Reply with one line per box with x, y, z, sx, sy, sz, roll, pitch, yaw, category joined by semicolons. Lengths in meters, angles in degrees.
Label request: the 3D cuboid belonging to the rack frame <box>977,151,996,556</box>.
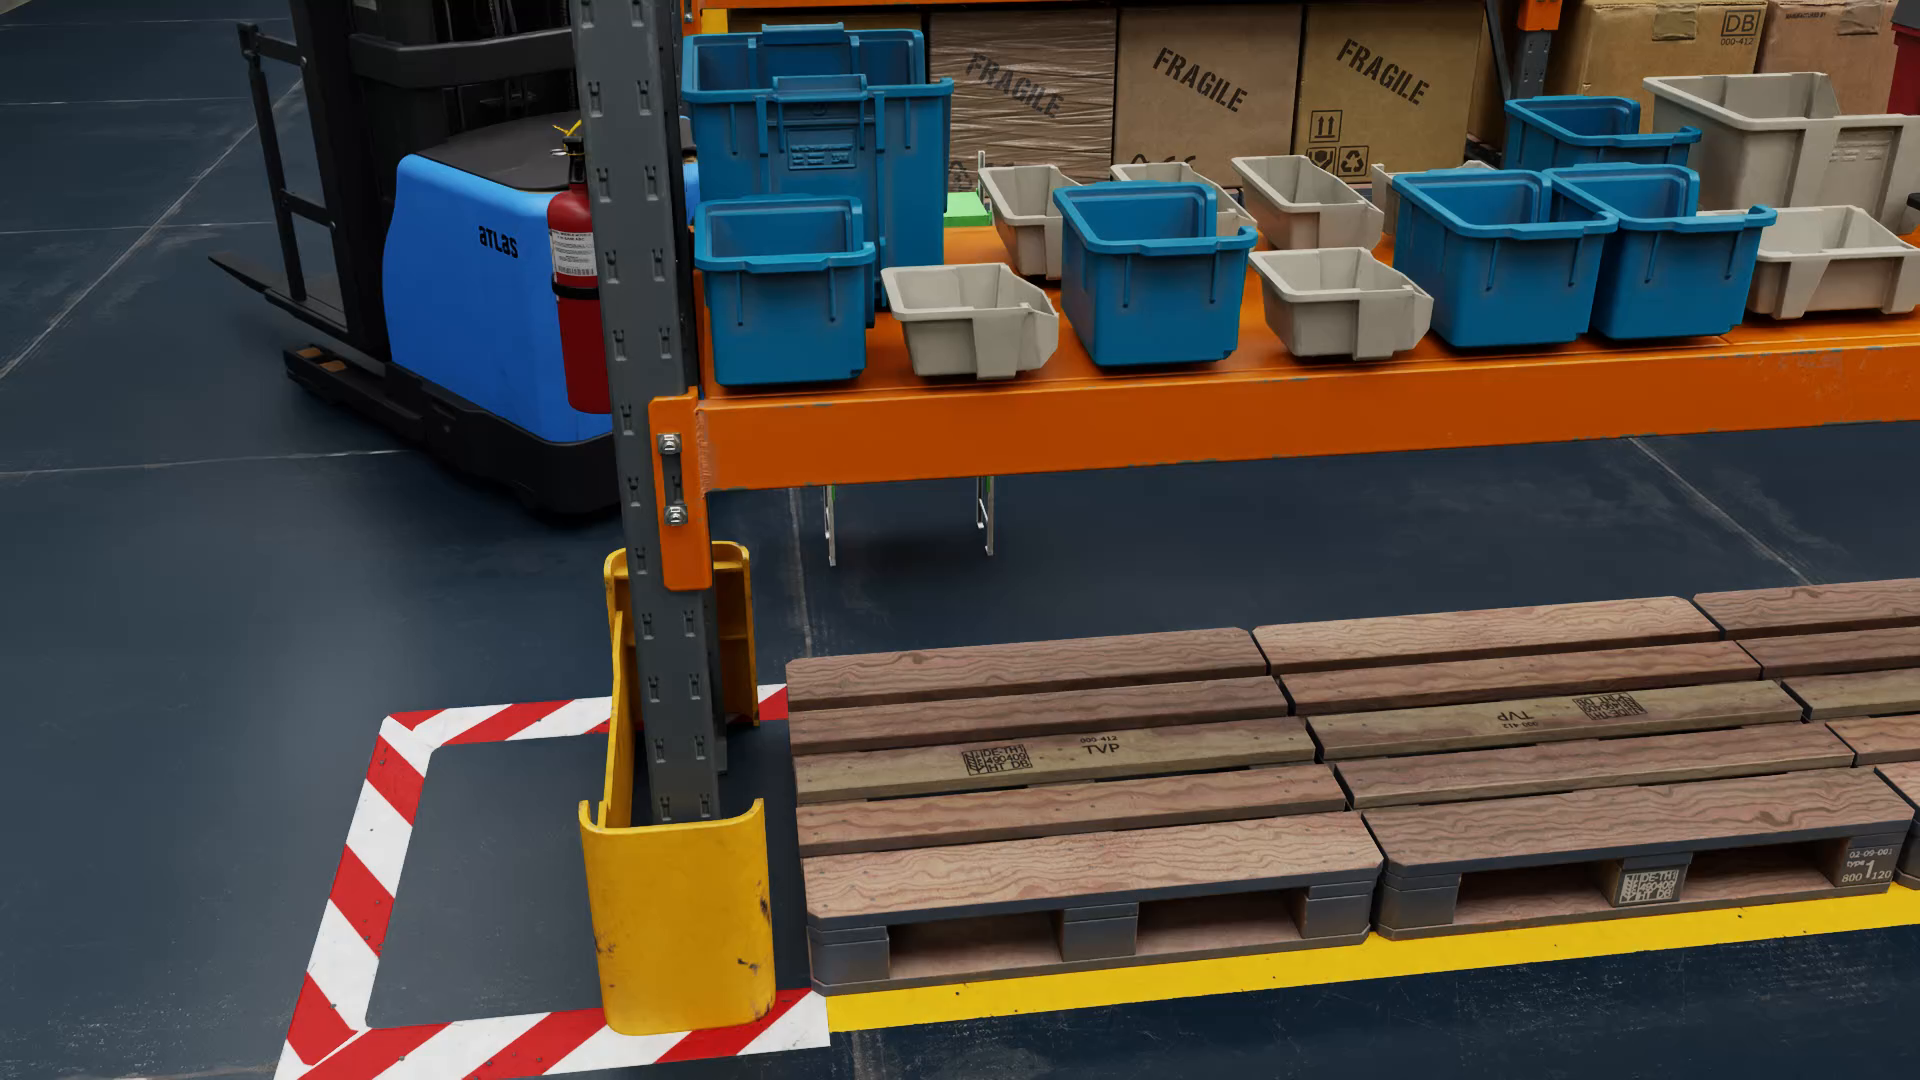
0.078;-0.539;4.986;0.015;1.200;0.240;-4;27;-7;rack frame

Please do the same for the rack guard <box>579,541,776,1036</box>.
-0.621;0.496;3.735;0.348;0.500;1.175;-4;27;-7;rack guard

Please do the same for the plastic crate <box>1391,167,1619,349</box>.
0.995;-0.526;3.107;0.300;0.233;0.416;-4;27;-7;plastic crate

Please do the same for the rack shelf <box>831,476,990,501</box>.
-0.164;-0.253;5.094;0.480;0.148;0.258;-4;27;-7;rack shelf

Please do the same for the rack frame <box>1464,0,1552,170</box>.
2.671;-3.117;8.038;0.127;3.000;1.000;-4;27;-7;rack frame

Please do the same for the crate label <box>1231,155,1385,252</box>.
0.744;-0.707;3.565;0.243;0.136;0.396;-4;27;-7;crate label

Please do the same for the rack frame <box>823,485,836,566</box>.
-0.406;-0.508;4.925;0.015;1.200;0.240;-4;27;-7;rack frame

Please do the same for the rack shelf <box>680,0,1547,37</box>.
0.691;-2.669;7.955;4.000;0.370;1.077;-4;27;-7;rack shelf

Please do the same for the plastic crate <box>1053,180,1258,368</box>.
0.343;-0.484;3.025;0.300;0.233;0.416;-4;27;-7;plastic crate

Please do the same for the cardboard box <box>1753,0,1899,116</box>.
4.187;-2.465;8.636;0.875;0.875;1.225;-5;28;-9;cardboard box

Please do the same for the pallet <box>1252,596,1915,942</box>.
1.428;0.507;4.032;1.213;0.211;1.003;-4;27;-7;pallet

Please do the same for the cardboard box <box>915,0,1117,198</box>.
0.234;-2.238;8.194;0.875;0.875;0.875;-4;27;-7;cardboard box

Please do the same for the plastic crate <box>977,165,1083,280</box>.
0.183;-0.666;3.486;0.243;0.136;0.396;-4;27;-7;plastic crate

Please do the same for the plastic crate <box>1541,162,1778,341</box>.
1.292;-0.545;3.144;0.300;0.233;0.416;-4;27;-7;plastic crate

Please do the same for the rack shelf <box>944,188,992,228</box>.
-0.164;-0.894;4.766;0.480;0.148;0.258;-4;27;-7;rack shelf

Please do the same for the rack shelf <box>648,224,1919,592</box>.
1.381;-0.430;3.591;4.000;0.370;1.077;-4;27;-7;rack shelf

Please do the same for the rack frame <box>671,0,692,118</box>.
-1.290;-2.862;7.542;0.127;3.000;1.000;-4;27;-7;rack frame

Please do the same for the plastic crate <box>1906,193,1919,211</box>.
2.291;-0.589;3.348;0.590;0.125;0.437;-4;27;-7;plastic crate

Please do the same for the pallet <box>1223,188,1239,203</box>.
0.697;-1.784;8.495;1.213;0.211;1.003;-4;27;-7;pallet

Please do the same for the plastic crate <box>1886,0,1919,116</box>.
2.442;-0.989;3.756;0.583;0.464;0.402;-4;27;-7;plastic crate

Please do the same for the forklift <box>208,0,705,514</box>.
-1.932;-1.958;5.855;3.031;2.935;1.130;24;36;39;forklift

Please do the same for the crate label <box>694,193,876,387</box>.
-0.309;-0.442;2.944;0.303;0.233;0.416;-4;27;-7;crate label

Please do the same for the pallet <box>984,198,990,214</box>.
-0.509;-1.708;8.347;1.213;0.211;1.003;-4;27;-7;pallet

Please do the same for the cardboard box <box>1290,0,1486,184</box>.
2.007;-2.352;8.416;0.875;0.875;0.875;-4;27;-7;cardboard box

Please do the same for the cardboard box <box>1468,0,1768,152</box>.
3.302;-2.408;8.524;0.875;0.875;1.225;-4;27;-7;cardboard box

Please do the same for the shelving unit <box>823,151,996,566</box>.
-0.164;-0.523;4.956;0.503;1.200;0.258;-4;27;-7;shelving unit

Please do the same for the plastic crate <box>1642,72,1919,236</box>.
1.824;-0.838;3.661;0.530;0.282;0.437;-4;27;-7;plastic crate

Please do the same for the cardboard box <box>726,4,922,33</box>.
-0.667;-2.181;8.081;0.875;0.875;0.875;-4;27;-7;cardboard box

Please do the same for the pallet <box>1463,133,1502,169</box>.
3.425;-1.959;8.837;1.213;0.211;1.003;-4;27;-7;pallet

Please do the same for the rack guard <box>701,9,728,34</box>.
-1.805;-4.003;12.505;0.348;0.500;1.175;-4;27;-7;rack guard

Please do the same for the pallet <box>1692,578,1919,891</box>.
2.639;0.427;4.186;1.213;0.211;1.003;-4;27;-7;pallet

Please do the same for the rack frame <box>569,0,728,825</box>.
-0.600;-0.623;3.179;0.127;3.000;1.000;-4;27;-7;rack frame

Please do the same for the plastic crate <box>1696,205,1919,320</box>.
1.679;-0.540;3.240;0.466;0.136;0.293;-4;27;-7;plastic crate

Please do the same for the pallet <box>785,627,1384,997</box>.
0.223;0.583;3.883;1.213;0.211;1.003;-4;27;-7;pallet

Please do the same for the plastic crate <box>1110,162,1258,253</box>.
0.472;-0.678;3.509;0.243;0.136;0.396;-4;27;-7;plastic crate

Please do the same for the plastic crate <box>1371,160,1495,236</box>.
1.035;-0.734;3.618;0.250;0.136;0.298;-4;27;-7;plastic crate

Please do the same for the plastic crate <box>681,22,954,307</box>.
-0.294;-0.771;3.363;0.499;0.435;0.616;-4;27;-7;plastic crate

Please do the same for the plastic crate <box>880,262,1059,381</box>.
0.020;-0.382;2.932;0.298;0.136;0.250;-4;27;-7;plastic crate

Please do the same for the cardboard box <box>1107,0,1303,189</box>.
1.115;-2.295;8.304;0.875;0.875;0.875;-4;27;-7;cardboard box

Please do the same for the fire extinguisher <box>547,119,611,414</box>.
-0.812;-0.619;3.663;0.183;0.674;0.296;-4;27;-7;fire extinguisher

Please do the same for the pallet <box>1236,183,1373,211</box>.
1.908;-1.863;8.649;1.213;0.211;1.003;-4;27;-7;pallet

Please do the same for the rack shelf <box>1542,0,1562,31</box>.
4.652;-2.924;8.450;4.000;0.370;1.077;-4;27;-7;rack shelf

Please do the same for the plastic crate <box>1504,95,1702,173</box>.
1.398;-0.822;3.684;0.300;0.233;0.416;-4;27;-7;plastic crate

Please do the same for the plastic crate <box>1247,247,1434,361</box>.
0.692;-0.425;3.017;0.298;0.136;0.250;-4;27;-7;plastic crate
